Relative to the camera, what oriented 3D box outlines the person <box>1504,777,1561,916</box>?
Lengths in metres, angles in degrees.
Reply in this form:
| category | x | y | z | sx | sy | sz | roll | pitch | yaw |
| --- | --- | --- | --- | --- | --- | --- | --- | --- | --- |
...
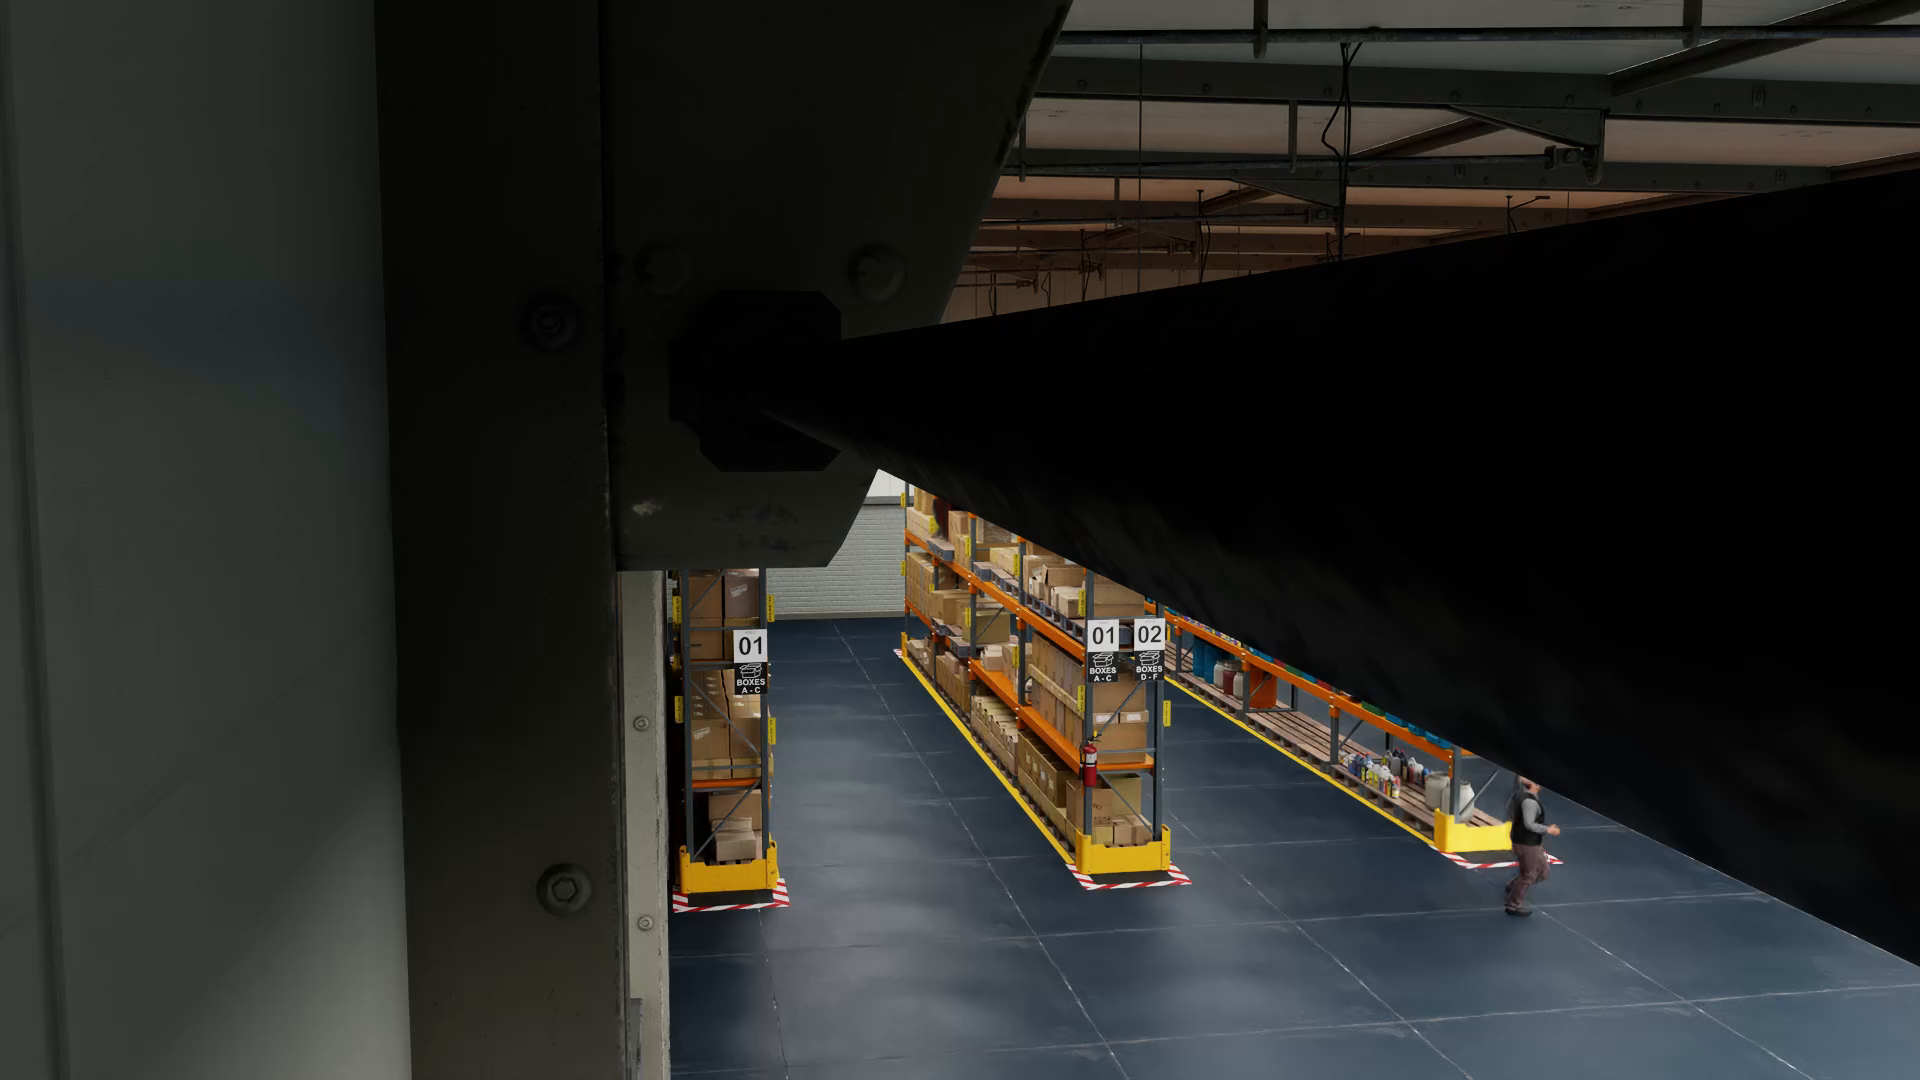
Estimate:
| category | x | y | z | sx | sy | sz | roll | pitch | yaw |
| --- | --- | --- | --- | --- | --- | --- | --- | --- | --- |
| person | 6.598 | 3.503 | 19.156 | 0.586 | 1.688 | 0.641 | 1 | 6 | 13 |
